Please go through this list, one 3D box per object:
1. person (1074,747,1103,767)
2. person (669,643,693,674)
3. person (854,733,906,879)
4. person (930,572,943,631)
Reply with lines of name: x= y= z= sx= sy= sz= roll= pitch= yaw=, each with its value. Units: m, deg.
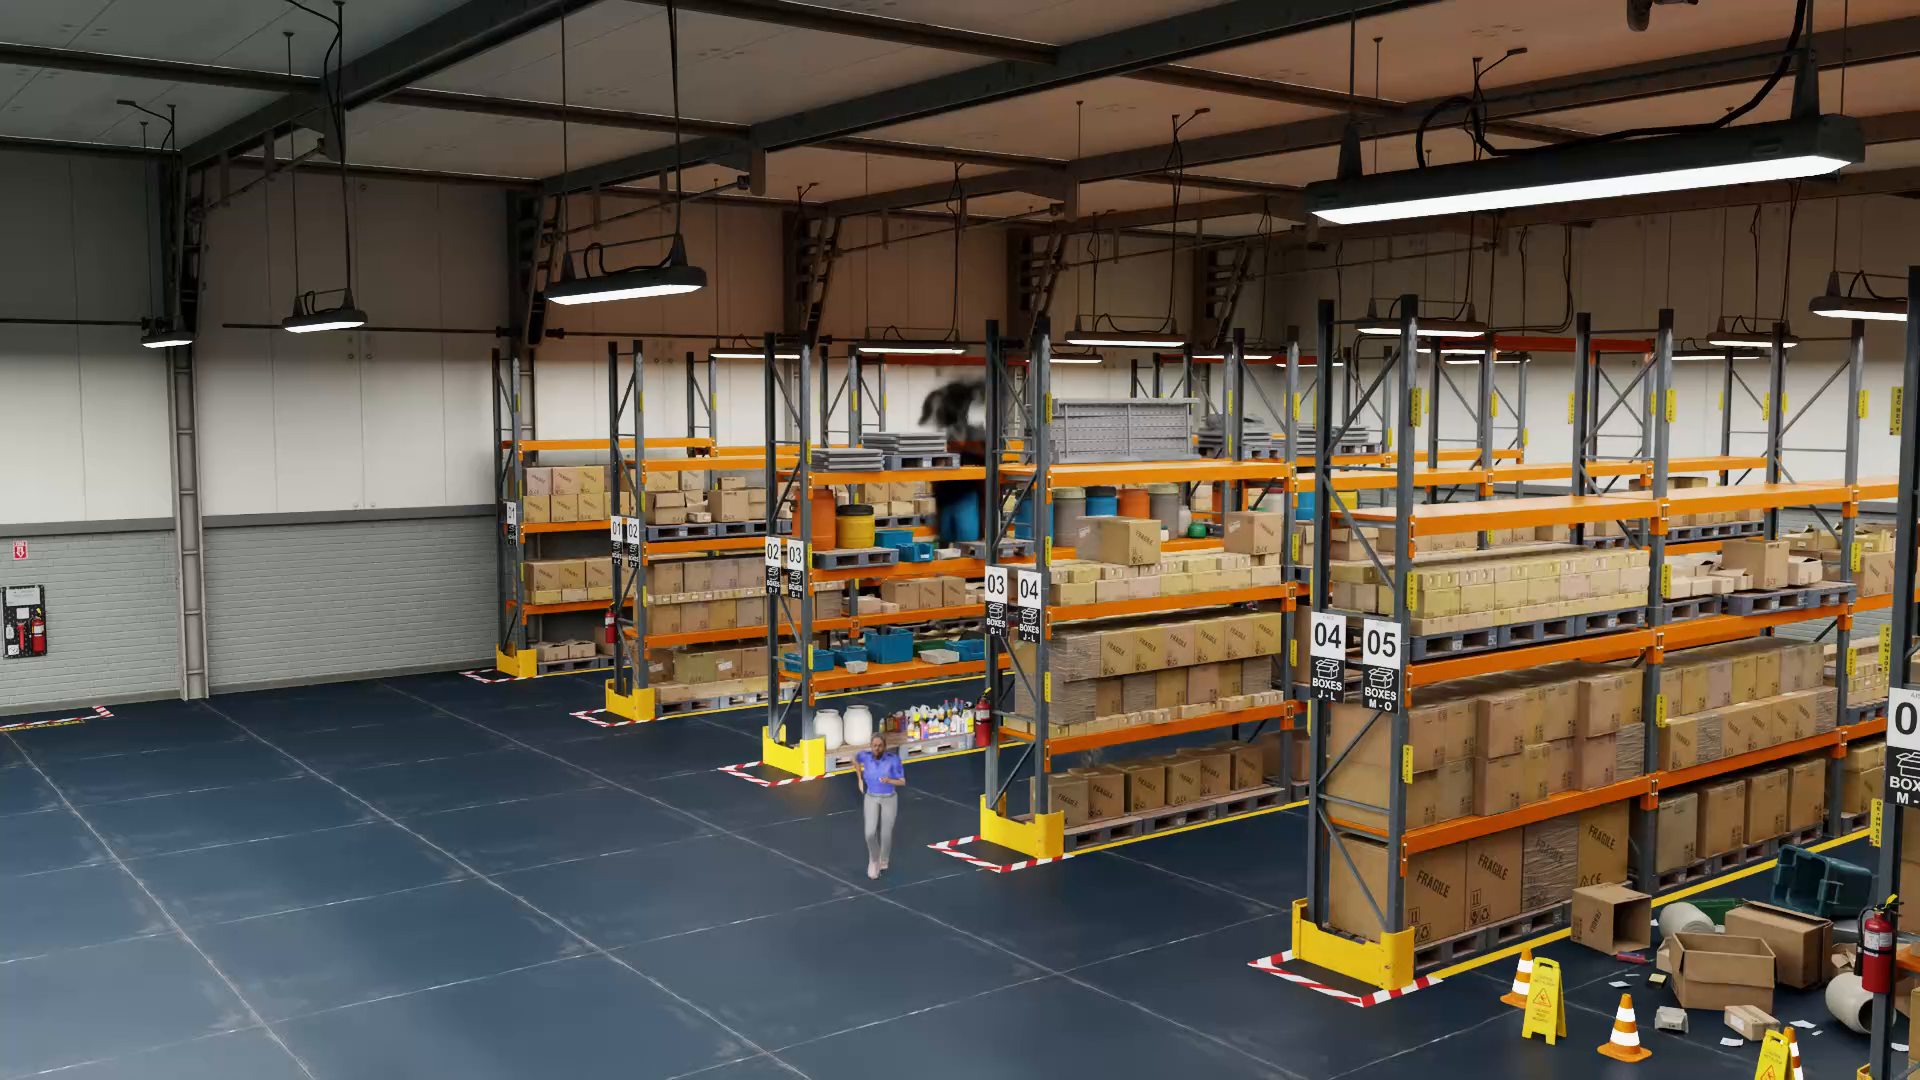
person: x=1.693 y=2.370 z=22.224 sx=0.593 sy=1.660 sz=0.616 roll=5 pitch=7 yaw=42
person: x=-4.809 y=1.737 z=29.179 sx=0.613 sy=1.814 sz=0.909 roll=3 pitch=6 yaw=33
person: x=-0.855 y=2.809 z=17.680 sx=0.565 sy=1.573 sz=0.869 roll=0 pitch=5 yaw=0
person: x=-0.505 y=1.437 z=33.594 sx=0.537 sy=1.537 sz=0.524 roll=-5 pitch=7 yaw=-42
